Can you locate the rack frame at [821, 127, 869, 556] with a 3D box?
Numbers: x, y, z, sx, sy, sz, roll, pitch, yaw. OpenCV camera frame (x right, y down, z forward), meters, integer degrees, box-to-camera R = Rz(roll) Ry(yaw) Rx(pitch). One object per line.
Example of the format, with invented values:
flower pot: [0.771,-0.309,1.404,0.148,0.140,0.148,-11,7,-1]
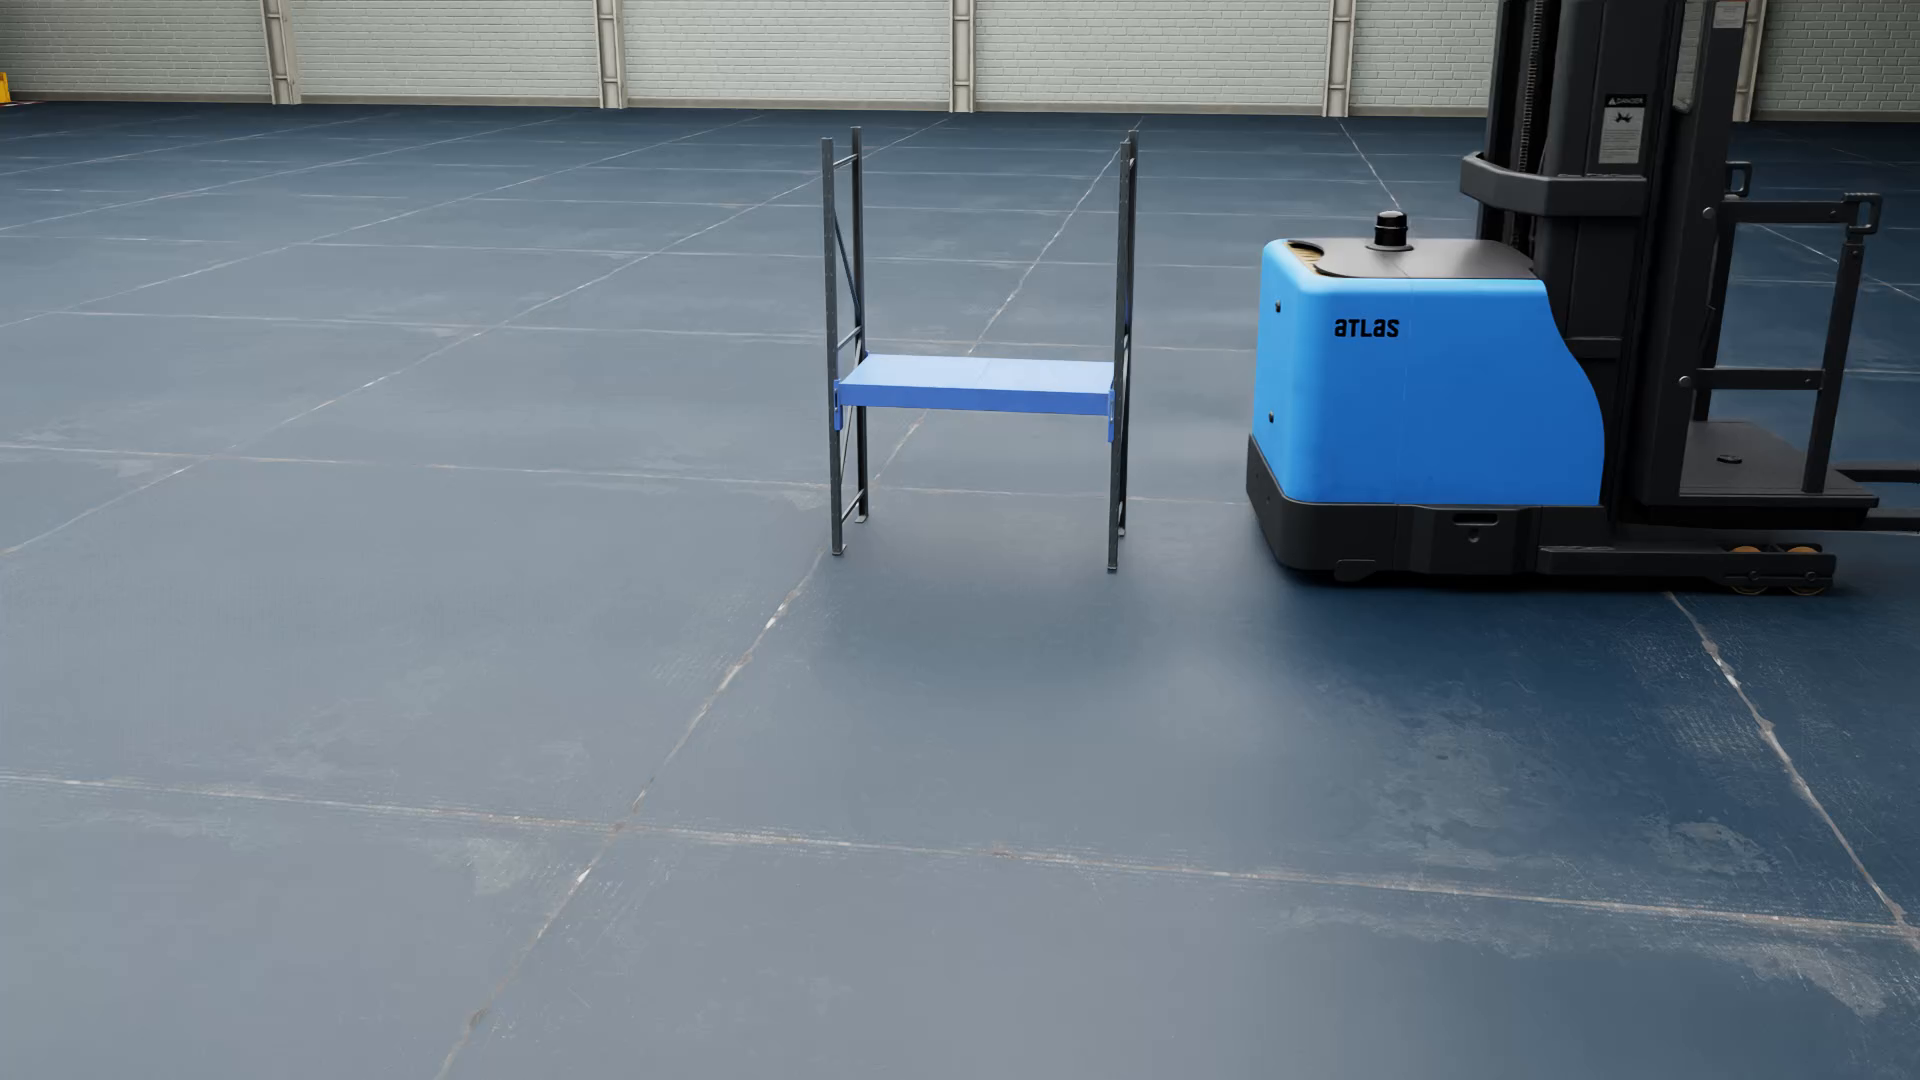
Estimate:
rack frame: [-0.418,-0.733,6.129,0.032,1.500,0.500,3,19,9]

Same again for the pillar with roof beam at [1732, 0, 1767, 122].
pillar with roof beam: [11.209,-9.368,20.119,0.400,9.000,9.100,3,19,9]

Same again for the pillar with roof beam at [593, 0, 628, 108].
pillar with roof beam: [-6.563,-10.274,22.826,0.400,9.000,9.100,3,19,9]

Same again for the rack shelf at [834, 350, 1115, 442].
rack shelf: [0.084,-0.536,6.109,1.000,0.185,0.538,3,19,9]

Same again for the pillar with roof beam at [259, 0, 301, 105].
pillar with roof beam: [-12.487,-10.576,23.729,0.400,9.000,9.100,3,19,9]

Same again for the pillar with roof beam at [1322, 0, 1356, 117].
pillar with roof beam: [5.285,-9.670,21.021,0.400,9.000,9.100,3,19,9]

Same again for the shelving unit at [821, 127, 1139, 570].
shelving unit: [0.084,-0.707,6.052,1.048,1.500,0.538,3,19,9]

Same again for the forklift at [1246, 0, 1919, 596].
forklift: [2.646,-1.369,5.777,3.031,2.935,1.130,1,19,2]

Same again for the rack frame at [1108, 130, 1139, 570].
rack frame: [0.586,-0.681,5.976,0.032,1.500,0.500,3,19,9]

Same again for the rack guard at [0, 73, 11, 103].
rack guard: [-17.160,-7.877,29.058,0.348,0.500,1.175,3,19,9]

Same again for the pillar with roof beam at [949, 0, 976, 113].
pillar with roof beam: [-0.639,-9.972,21.924,0.400,9.000,9.100,3,19,9]
